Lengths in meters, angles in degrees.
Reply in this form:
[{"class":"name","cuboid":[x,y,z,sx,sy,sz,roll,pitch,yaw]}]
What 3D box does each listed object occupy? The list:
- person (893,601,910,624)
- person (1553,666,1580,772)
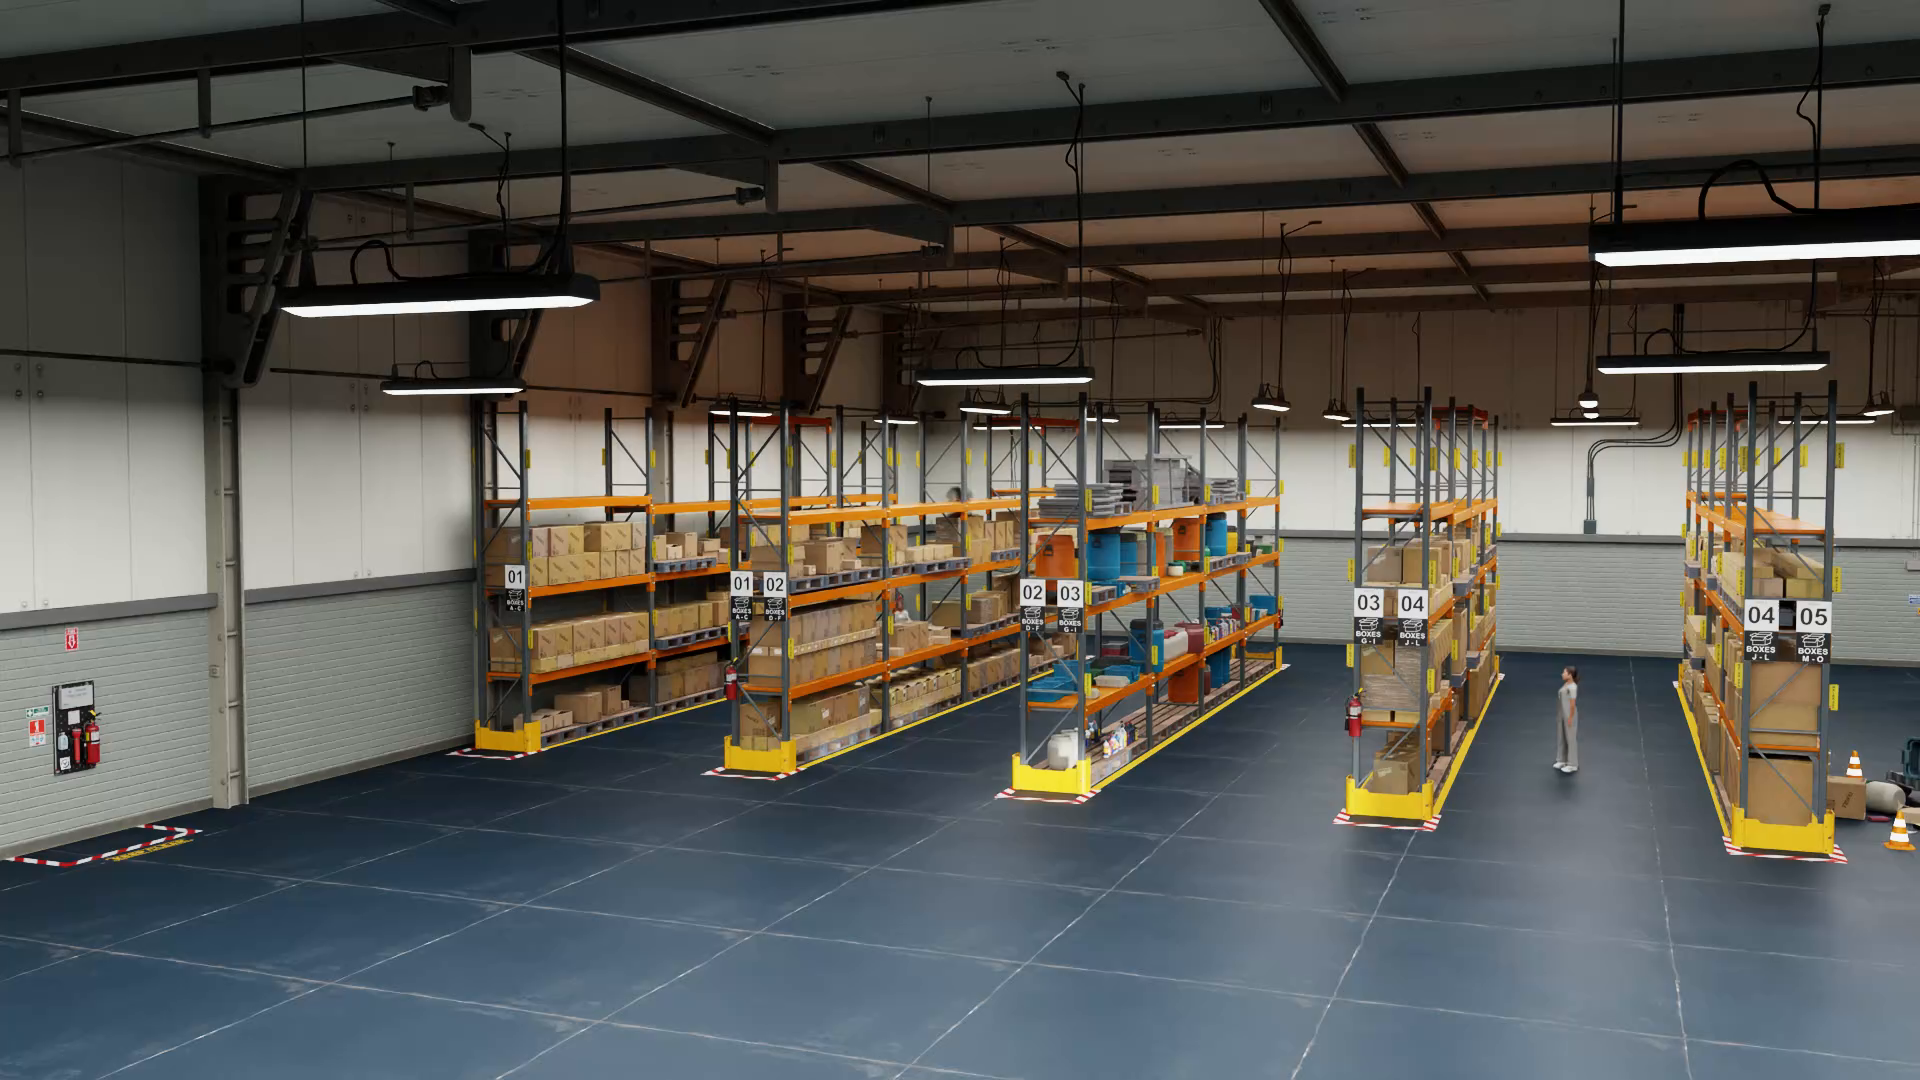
[{"class":"person","cuboid":[-1.409,2.250,40.340,0.458,1.560,0.637,1,3,14]},{"class":"person","cuboid":[9.761,2.858,26.727,0.372,1.676,0.479,0,3,-9]}]
